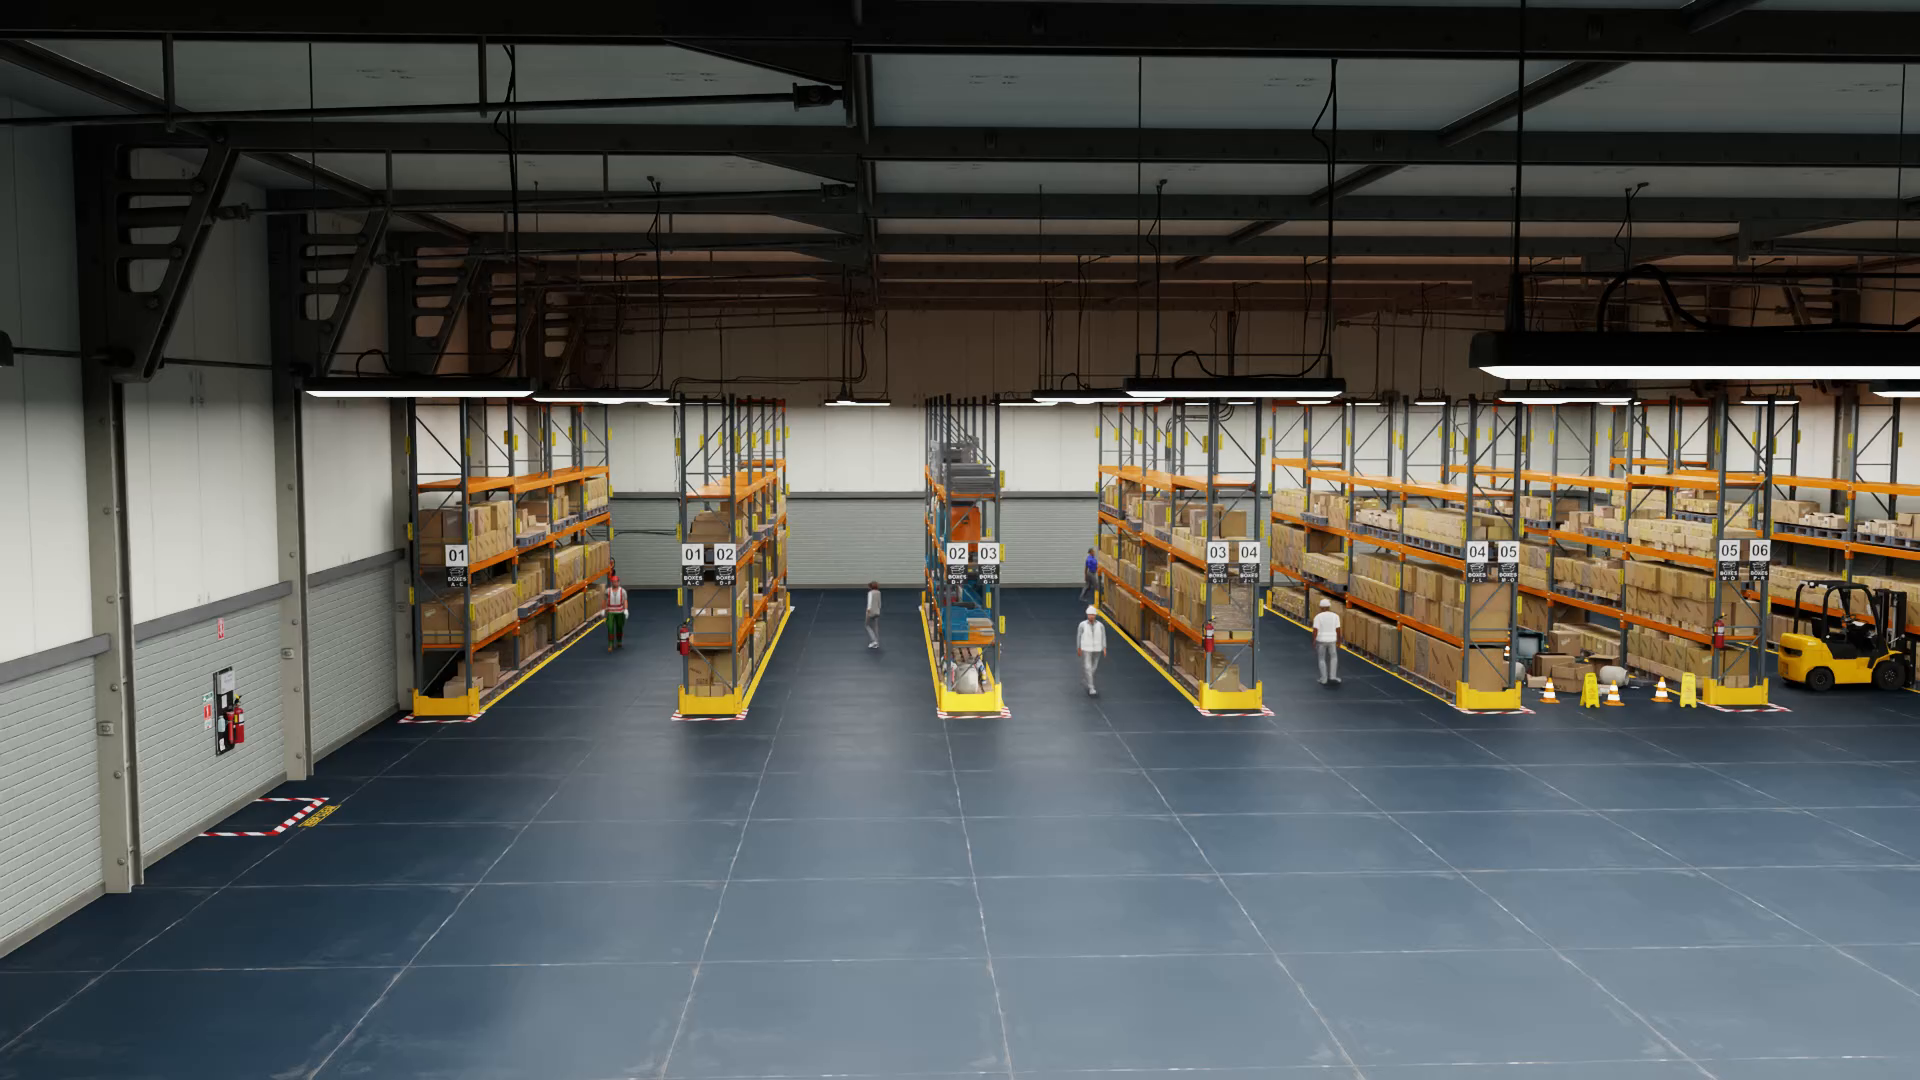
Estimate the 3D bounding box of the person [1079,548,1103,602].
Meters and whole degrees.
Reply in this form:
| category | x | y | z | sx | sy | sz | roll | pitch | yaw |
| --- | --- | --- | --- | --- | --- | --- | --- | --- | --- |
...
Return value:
| category | x | y | z | sx | sy | sz | roll | pitch | yaw |
| --- | --- | --- | --- | --- | --- | --- | --- | --- | --- |
| person | 3.958 | 1.034 | 48.941 | 0.962 | 1.603 | 0.471 | 2 | 5 | 22 |

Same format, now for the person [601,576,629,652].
| category | x | y | z | sx | sy | sz | roll | pitch | yaw |
| --- | --- | --- | --- | --- | --- | --- | --- | --- | --- |
| person | -8.187 | 1.717 | 39.408 | 0.653 | 1.738 | 1.025 | -1 | 5 | -11 |

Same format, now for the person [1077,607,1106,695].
| category | x | y | z | sx | sy | sz | roll | pitch | yaw |
| --- | --- | --- | --- | --- | --- | --- | --- | --- | --- |
| person | 2.665 | 2.202 | 33.398 | 0.559 | 1.724 | 1.001 | -1 | 5 | -13 |

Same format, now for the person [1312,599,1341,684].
| category | x | y | z | sx | sy | sz | roll | pitch | yaw |
| --- | --- | --- | --- | --- | --- | --- | --- | --- | --- |
| person | 7.629 | 2.117 | 34.613 | 0.594 | 1.761 | 0.548 | 0 | 5 | -1 |

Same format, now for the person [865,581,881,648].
| category | x | y | z | sx | sy | sz | roll | pitch | yaw |
| --- | --- | --- | --- | --- | --- | --- | --- | --- | --- |
| person | -2.066 | 1.781 | 39.807 | 0.458 | 1.617 | 0.364 | -4 | 6 | -42 |
